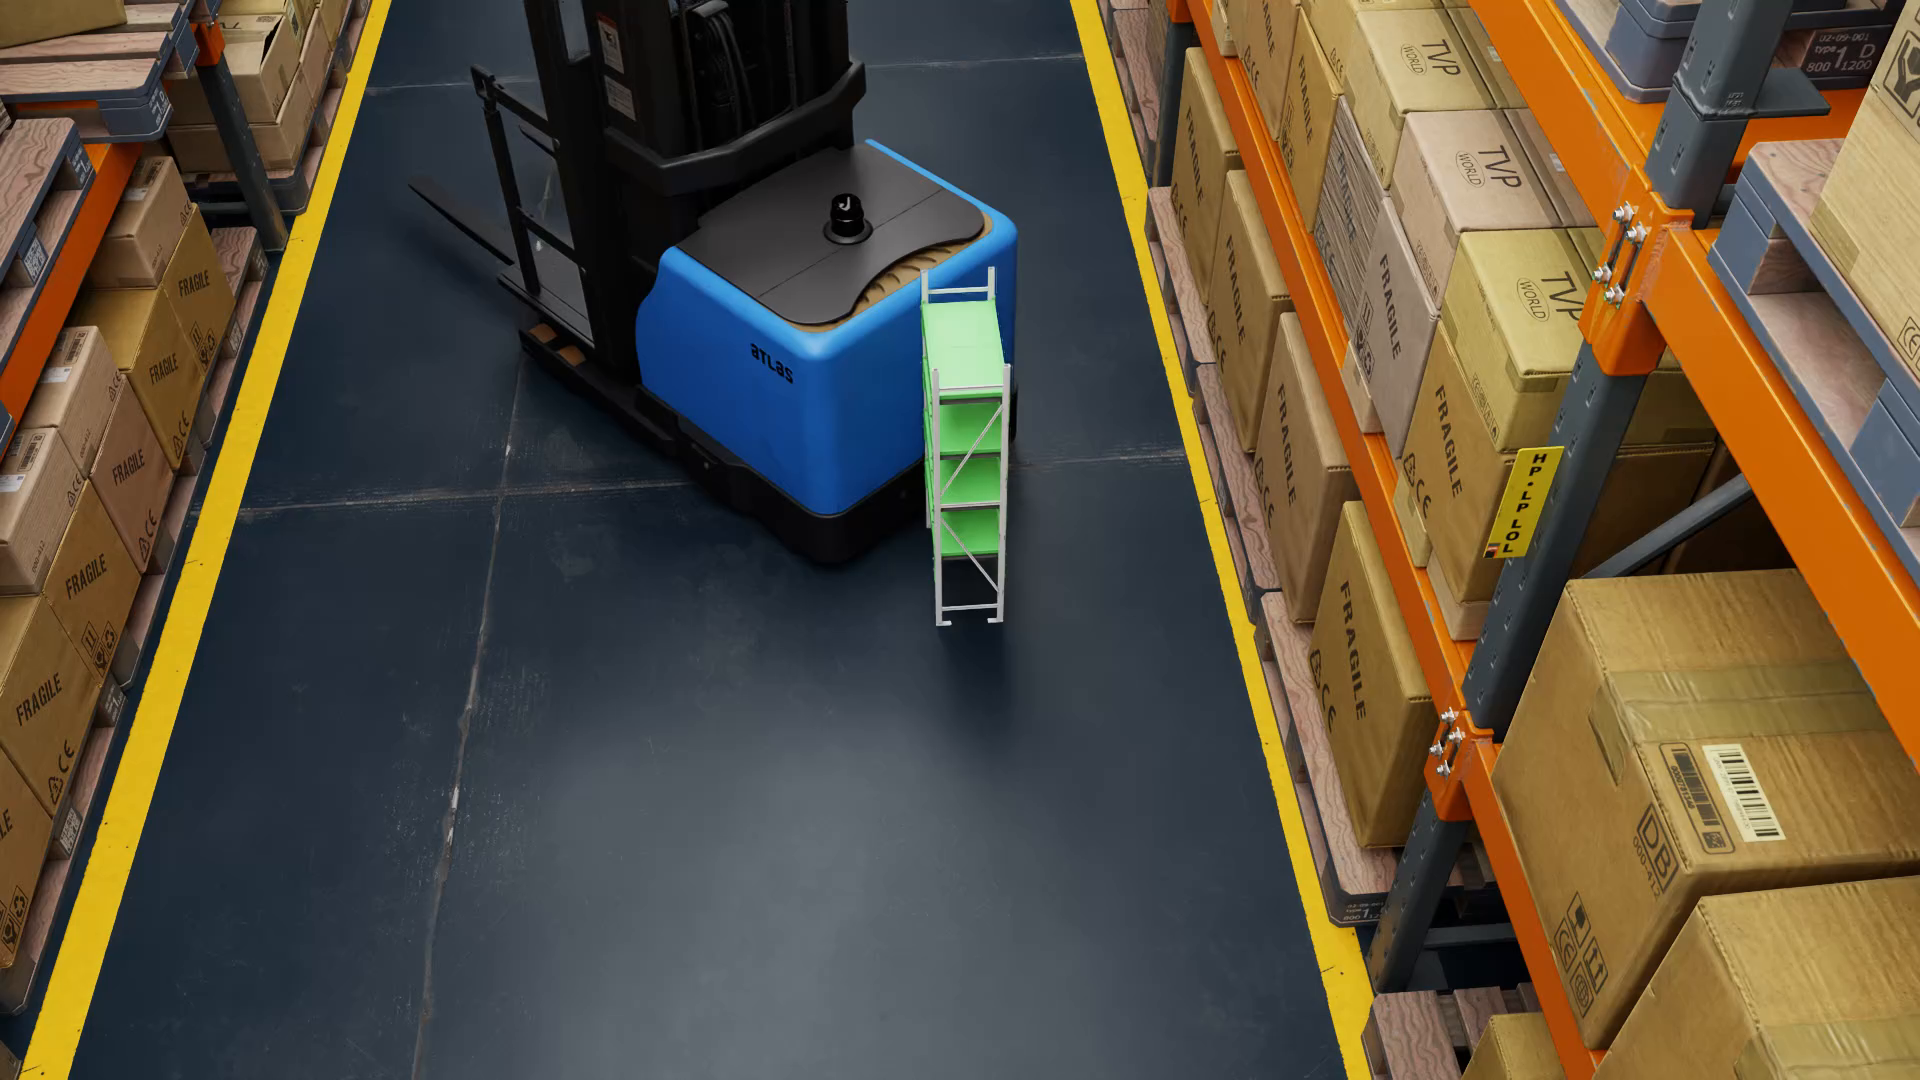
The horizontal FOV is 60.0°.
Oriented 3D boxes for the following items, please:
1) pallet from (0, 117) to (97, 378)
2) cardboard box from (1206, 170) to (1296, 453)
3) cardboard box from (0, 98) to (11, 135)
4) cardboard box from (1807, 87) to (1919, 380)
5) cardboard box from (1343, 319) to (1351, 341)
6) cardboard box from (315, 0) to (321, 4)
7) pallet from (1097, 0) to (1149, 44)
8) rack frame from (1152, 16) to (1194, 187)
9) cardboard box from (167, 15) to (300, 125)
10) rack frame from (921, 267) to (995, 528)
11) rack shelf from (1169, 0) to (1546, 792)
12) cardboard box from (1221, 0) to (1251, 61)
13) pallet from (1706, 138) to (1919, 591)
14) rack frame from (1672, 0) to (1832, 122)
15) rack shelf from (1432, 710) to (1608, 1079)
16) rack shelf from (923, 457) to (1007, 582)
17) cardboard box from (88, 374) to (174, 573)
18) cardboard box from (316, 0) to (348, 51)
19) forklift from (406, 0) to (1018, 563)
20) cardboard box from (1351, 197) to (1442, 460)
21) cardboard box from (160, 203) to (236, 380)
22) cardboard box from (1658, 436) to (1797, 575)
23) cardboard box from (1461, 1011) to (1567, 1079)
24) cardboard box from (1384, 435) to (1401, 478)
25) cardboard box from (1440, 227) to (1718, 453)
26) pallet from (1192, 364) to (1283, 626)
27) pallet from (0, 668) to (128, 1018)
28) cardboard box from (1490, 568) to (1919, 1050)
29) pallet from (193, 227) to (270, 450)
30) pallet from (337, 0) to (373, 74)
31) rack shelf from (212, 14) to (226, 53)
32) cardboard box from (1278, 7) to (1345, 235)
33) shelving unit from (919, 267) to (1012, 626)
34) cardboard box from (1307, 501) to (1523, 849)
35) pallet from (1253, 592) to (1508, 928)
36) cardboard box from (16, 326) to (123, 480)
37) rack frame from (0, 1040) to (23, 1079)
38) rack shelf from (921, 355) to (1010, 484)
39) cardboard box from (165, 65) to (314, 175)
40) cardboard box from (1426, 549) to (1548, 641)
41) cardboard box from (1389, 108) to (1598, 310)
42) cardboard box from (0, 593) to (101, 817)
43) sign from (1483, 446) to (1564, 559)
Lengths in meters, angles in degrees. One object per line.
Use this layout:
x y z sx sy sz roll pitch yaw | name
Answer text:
-3.372 -0.862 5.133 1.003 0.211 1.213 -3 47 -3 | pallet
1.394 -0.870 6.199 0.750 0.750 0.750 -4 47 -3 | cardboard box
-3.488 -1.392 5.144 0.700 0.500 0.500 4 47 4 | cardboard box
1.526 -0.387 2.230 0.500 0.250 0.500 -4 47 -3 | cardboard box
1.364 -0.632 4.942 0.380 0.149 0.250 -3 47 -3 | cardboard box
-3.384 -2.872 8.123 0.500 0.311 0.500 -5 47 -4 | cardboard box
1.233 -3.126 9.065 1.003 0.211 1.213 -3 47 -3 | pallet
1.396 -2.639 6.683 1.000 3.000 0.127 -3 47 -3 | rack frame
-3.291 -2.123 7.413 0.500 0.311 0.500 -2 47 -2 | cardboard box
-0.007 -0.469 5.868 0.240 1.200 0.015 -3 47 -3 | rack frame
1.564 -0.944 5.574 1.077 0.370 4.000 -3 47 -3 | rack shelf
1.217 -2.036 5.825 0.500 0.500 0.500 -2 47 -2 | cardboard box
1.789 -0.153 2.324 1.003 0.211 1.213 -3 47 -3 | pallet
1.731 -1.808 1.764 1.000 3.000 0.127 -3 47 -3 | rack frame
1.899 1.950 2.833 1.077 0.370 4.000 -3 47 -3 | rack shelf
0.014 -0.084 5.922 0.258 0.148 0.480 -3 47 -3 | rack shelf
-3.134 -0.211 5.802 0.500 0.500 0.500 -5 47 -5 | cardboard box
-3.383 -2.670 8.317 0.500 0.250 0.500 -5 47 -4 | cardboard box
-1.182 -1.883 6.015 3.031 2.935 1.130 36 56 29 | forklift
1.389 -0.575 4.442 0.500 0.500 0.500 -3 47 -3 | cardboard box
-3.227 -0.964 6.516 0.500 0.500 0.500 -2 47 -2 | cardboard box
1.944 -0.236 4.120 0.500 0.500 0.500 -5 47 -5 | cardboard box
1.692 1.518 4.179 0.700 0.500 0.500 -3 47 -3 | cardboard box
1.399 -0.264 4.593 0.380 0.149 0.250 -2 47 -2 | cardboard box
1.437 -0.468 3.824 0.500 0.250 0.500 -2 47 -2 | cardboard box
1.486 -0.224 6.317 1.003 0.211 1.213 -3 47 -3 | pallet
-3.311 0.932 5.222 1.003 0.211 1.213 -3 47 -3 | pallet
1.760 0.546 3.461 0.980 0.700 0.700 -3 47 -3 | cardboard box
-3.515 -0.834 6.894 1.003 0.211 1.213 -3 47 -3 | pallet
-3.669 -2.855 8.808 1.003 0.211 1.213 -3 47 -3 | pallet
-3.707 -3.535 8.027 1.077 0.370 4.000 -3 47 -3 | rack shelf
1.308 -1.300 5.128 0.500 0.500 0.500 -2 47 -2 | cardboard box
0.014 -0.293 5.701 0.258 1.200 0.503 -3 47 -3 | shelving unit
1.547 0.388 5.008 0.750 0.750 0.750 -3 47 -3 | cardboard box
1.592 0.660 5.479 1.003 0.211 1.213 -3 47 -3 | pallet
-3.129 -0.442 5.505 0.500 0.250 0.500 -4 47 -4 | cardboard box
-3.205 0.559 3.655 1.000 3.000 0.127 -3 47 -3 | rack frame
0.014 -0.414 5.573 0.258 0.148 0.480 -3 47 -3 | rack shelf
-3.291 -1.931 7.617 0.500 0.250 0.500 -4 47 -3 | cardboard box
1.421 0.107 4.242 0.380 0.149 0.250 -3 47 -3 | cardboard box
1.404 -0.839 4.175 0.500 0.250 0.500 -3 47 -2 | cardboard box
-3.058 0.517 5.113 0.500 0.500 0.500 -3 47 -3 | cardboard box
1.191 -0.076 3.513 0.100 0.325 0.005 -3 47 -3 | sign
